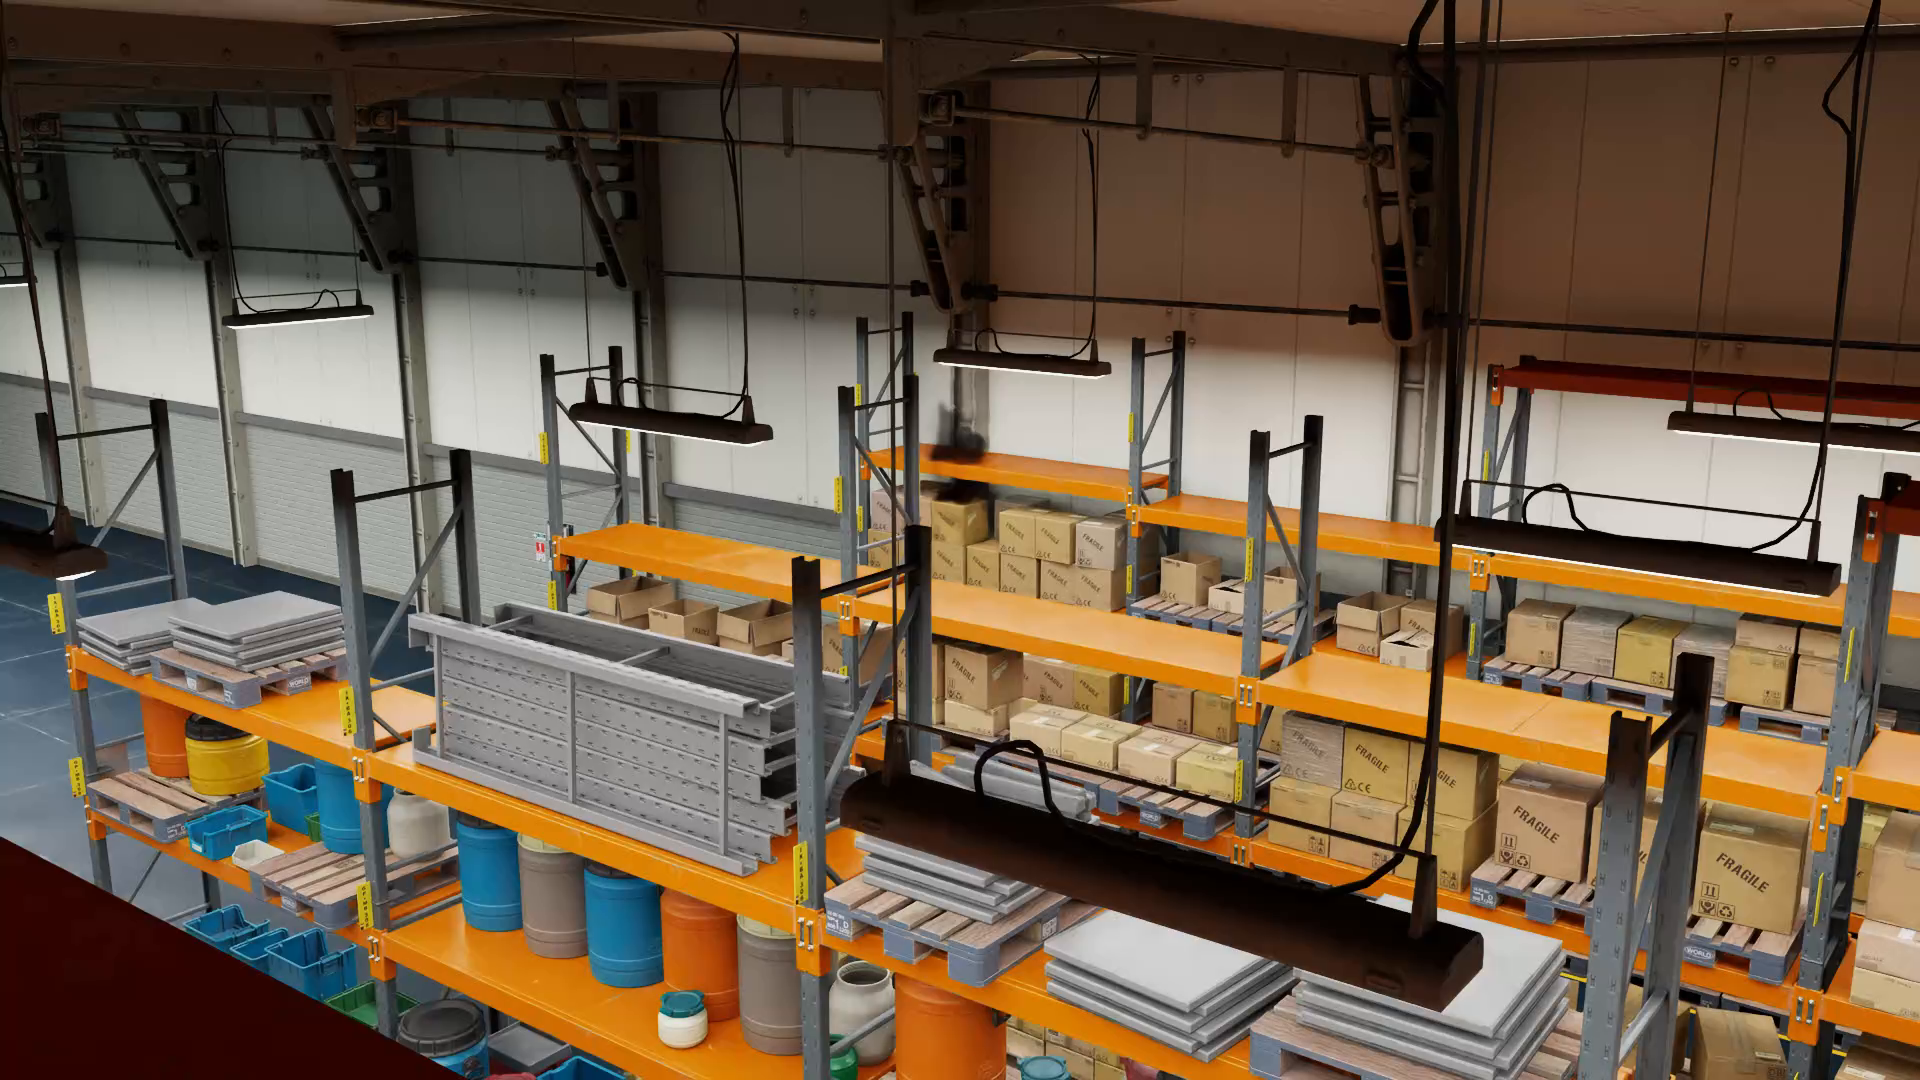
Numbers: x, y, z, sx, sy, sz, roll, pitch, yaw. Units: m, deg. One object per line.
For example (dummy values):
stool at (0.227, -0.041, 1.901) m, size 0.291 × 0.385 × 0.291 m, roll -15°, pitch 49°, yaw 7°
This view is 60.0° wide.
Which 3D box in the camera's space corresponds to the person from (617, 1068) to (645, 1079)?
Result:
person at (-2.496, 4.253, 13.138) m, size 0.824 × 1.736 × 0.590 m, roll 10°, pitch 16°, yaw 36°
